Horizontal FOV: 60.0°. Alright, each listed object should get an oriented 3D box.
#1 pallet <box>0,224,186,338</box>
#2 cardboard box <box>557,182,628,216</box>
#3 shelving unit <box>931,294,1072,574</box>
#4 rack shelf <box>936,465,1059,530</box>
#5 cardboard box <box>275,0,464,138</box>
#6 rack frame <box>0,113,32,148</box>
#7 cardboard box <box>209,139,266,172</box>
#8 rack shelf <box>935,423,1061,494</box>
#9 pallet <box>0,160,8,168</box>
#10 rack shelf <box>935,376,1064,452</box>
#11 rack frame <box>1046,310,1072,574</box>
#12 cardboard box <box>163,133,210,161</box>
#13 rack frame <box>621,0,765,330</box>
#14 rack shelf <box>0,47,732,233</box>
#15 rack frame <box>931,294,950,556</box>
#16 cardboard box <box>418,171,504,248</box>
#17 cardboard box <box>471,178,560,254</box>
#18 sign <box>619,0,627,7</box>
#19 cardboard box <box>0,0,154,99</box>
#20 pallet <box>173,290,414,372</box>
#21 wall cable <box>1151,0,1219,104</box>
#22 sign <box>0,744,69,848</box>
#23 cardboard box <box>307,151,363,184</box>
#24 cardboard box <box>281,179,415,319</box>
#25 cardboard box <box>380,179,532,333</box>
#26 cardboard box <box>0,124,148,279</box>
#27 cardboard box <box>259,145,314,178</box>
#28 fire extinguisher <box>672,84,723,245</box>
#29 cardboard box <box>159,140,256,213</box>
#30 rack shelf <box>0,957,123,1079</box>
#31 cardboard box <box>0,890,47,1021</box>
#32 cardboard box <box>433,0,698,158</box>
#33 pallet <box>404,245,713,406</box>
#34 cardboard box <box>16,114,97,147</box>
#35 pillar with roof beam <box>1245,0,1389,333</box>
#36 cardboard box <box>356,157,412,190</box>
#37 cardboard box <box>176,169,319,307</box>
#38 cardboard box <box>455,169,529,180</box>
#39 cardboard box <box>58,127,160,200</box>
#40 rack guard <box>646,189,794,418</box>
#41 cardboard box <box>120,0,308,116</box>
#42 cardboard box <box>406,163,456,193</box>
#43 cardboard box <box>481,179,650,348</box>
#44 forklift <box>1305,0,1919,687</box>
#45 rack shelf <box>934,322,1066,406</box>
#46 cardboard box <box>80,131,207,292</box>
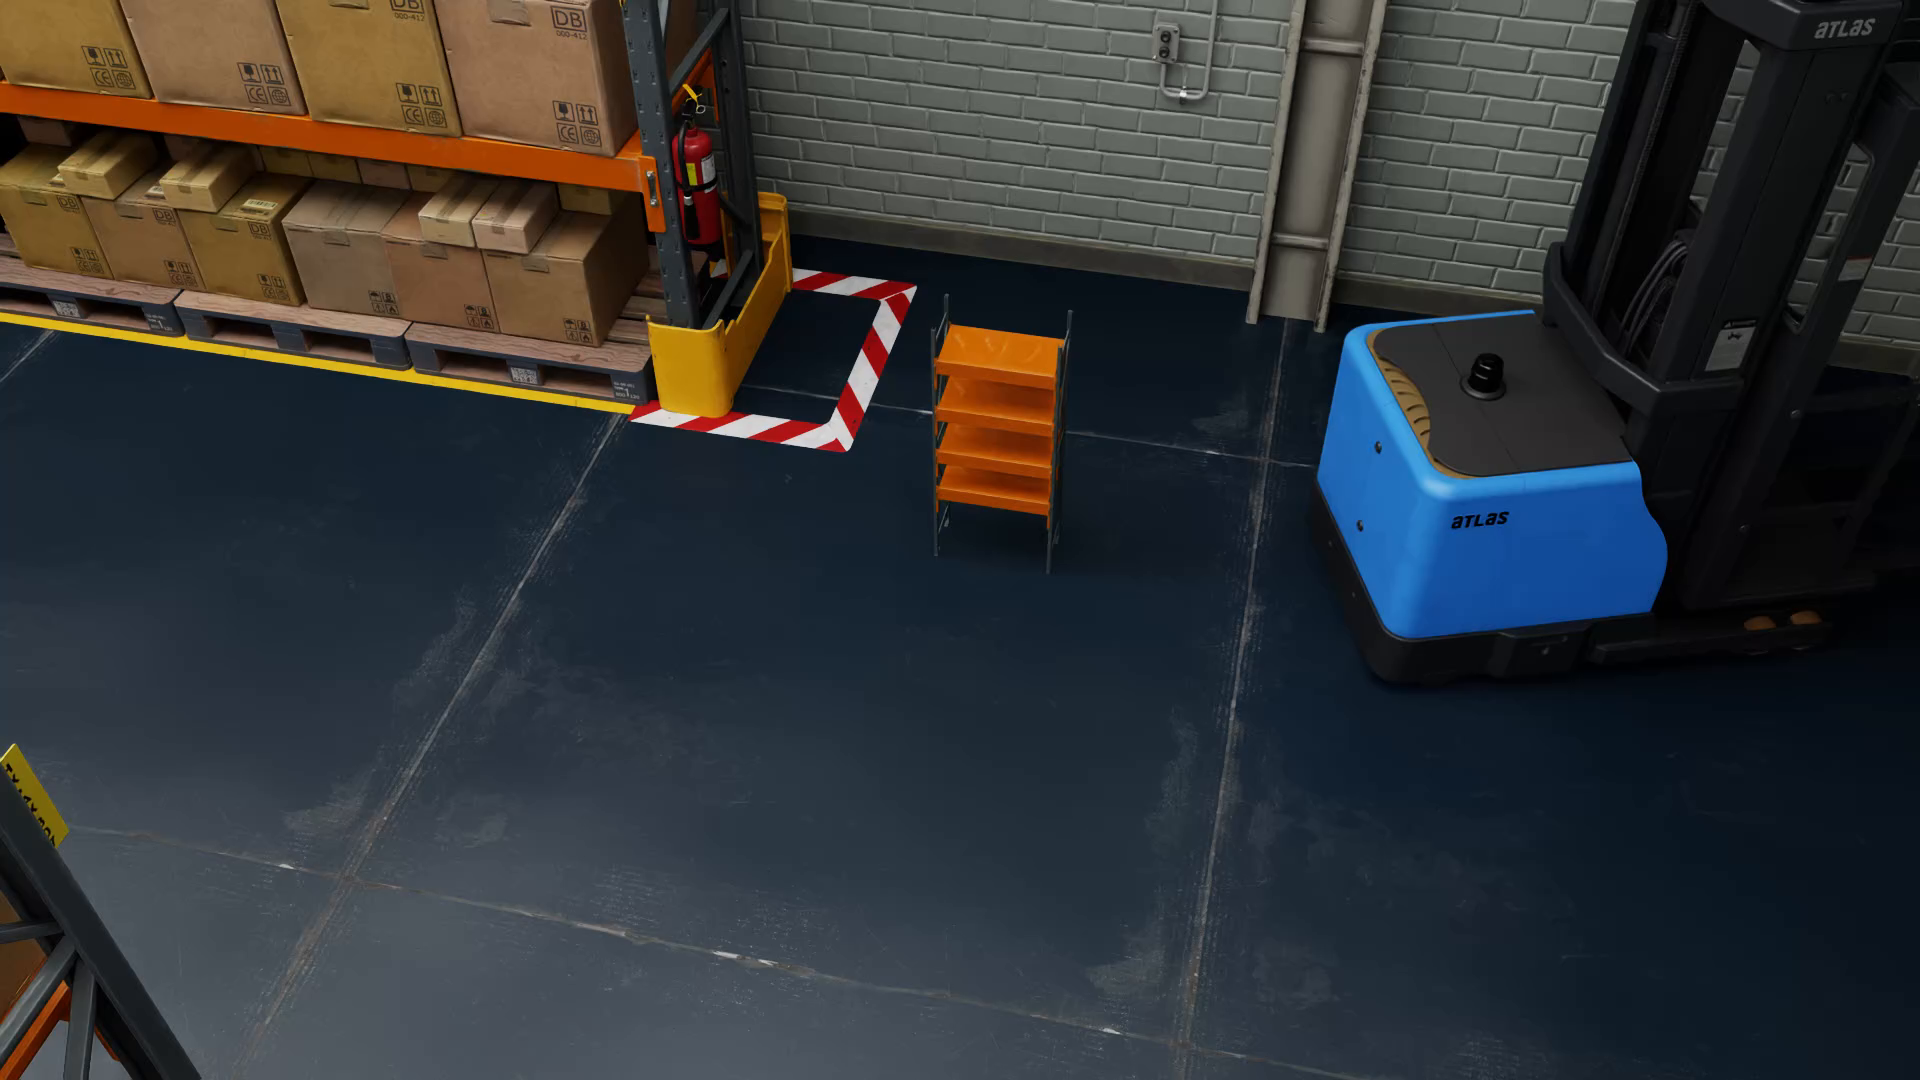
[{"bbox_3d":[-4.343,-1.502,8.618,1.213,0.211,1.003,9,45,9],"label":"pallet"},{"bbox_3d":[-1.703,-1.708,7.854,0.250,0.149,0.380,9,45,9],"label":"cardboard box"},{"bbox_3d":[0.162,-0.407,6.768,0.503,1.200,0.258,9,45,9],"label":"shelving unit"},{"bbox_3d":[0.162,-0.216,6.952,0.480,0.148,0.258,9,45,9],"label":"rack shelf"},{"bbox_3d":[-2.376,-2.350,7.272,0.700,0.700,0.980,8,45,9],"label":"cardboard box"},{"bbox_3d":[-5.068,-2.675,7.826,0.127,3.000,1.000,9,45,9],"label":"rack frame"},{"bbox_3d":[-3.440,-1.976,8.132,0.250,0.149,0.380,9,45,9],"label":"cardboard box"},{"bbox_3d":[0.162,-0.359,6.815,0.480,0.148,0.258,9,45,9],"label":"rack shelf"},{"bbox_3d":[-5.837,-1.736,8.861,1.213,0.211,1.003,9,45,9],"label":"pallet"},{"bbox_3d":[0.162,-0.520,6.659,0.480,0.148,0.258,9,45,9],"label":"rack shelf"},{"bbox_3d":[0.400,-0.370,6.730,0.015,1.200,0.240,9,45,9],"label":"rack frame"},{"bbox_3d":[-3.686,-2.015,8.172,0.250,0.149,0.380,8,44,8],"label":"cardboard box"},{"bbox_3d":[-1.164,-2.069,7.196,0.127,3.000,1.000,9,45,9],"label":"rack frame"},{"bbox_3d":[-3.116,-2.113,7.761,4.000,0.370,1.077,9,45,9],"label":"rack shelf"},{"bbox_3d":[-0.077,-0.444,6.806,0.015,1.200,0.240,9,45,9],"label":"rack frame"},{"bbox_3d":[-2.284,-1.526,7.664,0.250,0.149,0.380,10,45,10],"label":"cardboard box"},{"bbox_3d":[-2.034,-1.488,7.625,0.250,0.149,0.380,8,45,9],"label":"cardboard box"},{"bbox_3d":[-1.296,-2.206,6.333,0.005,0.325,0.100,9,45,9],"label":"sign"},{"bbox_3d":[-3.831,-2.575,7.506,0.700,0.700,0.980,8,44,8],"label":"cardboard box"},{"bbox_3d":[-3.148,-1.319,8.428,1.213,0.211,1.003,9,45,9],"label":"pallet"},{"bbox_3d":[0.292,-2.881,7.308,1.851,1.984,0.084,9,45,9],"label":"wall cable"},{"bbox_3d":[-2.124,0.605,3.794,0.005,0.325,0.100,9,45,9],"label":"sign"},{"bbox_3d":[-2.941,-1.899,8.052,0.250,0.149,0.380,9,45,9],"label":"cardboard box"},{"bbox_3d":[-2.848,-1.509,8.115,0.500,0.500,0.700,7,44,8],"label":"cardboard box"},{"bbox_3d":[-2.357,-1.434,8.036,0.500,0.500,0.700,9,45,9],"label":"cardboard box"},{"bbox_3d":[-4.360,-1.743,8.357,0.500,0.500,0.700,9,45,10],"label":"cardboard box"},{"bbox_3d":[-3.188,-1.937,8.092,0.250,0.149,0.380,8,44,8],"label":"cardboard box"},{"bbox_3d":[-1.118,-1.572,7.004,0.183,0.674,0.296,9,45,9],"label":"fire extinguisher"},{"bbox_3d":[-3.556,-1.722,7.868,0.250,0.149,0.380,8,44,8],"label":"cardboard box"},{"bbox_3d":[-4.194,1.240,4.277,4.000,0.370,1.077,9,45,9],"label":"rack shelf"},{"bbox_3d":[-2.618,1.002,3.934,0.500,0.500,0.500,10,45,10],"label":"cardboard box"},{"bbox_3d":[-1.664,-2.247,7.166,0.700,0.700,0.980,11,45,11],"label":"cardboard box"},{"bbox_3d":[-1.961,-1.132,8.234,1.213,0.211,1.003,9,45,9],"label":"pallet"},{"bbox_3d":[-4.458,-2.133,8.295,0.250,0.149,0.380,9,45,9],"label":"cardboard box"},{"bbox_3d":[0.720,-1.493,2.273,0.400,9.000,9.100,9,45,9],"label":"pillar with roof beam"},{"bbox_3d":[-2.690,-1.860,8.012,0.250,0.149,0.380,9,45,10],"label":"cardboard box"},{"bbox_3d":[-3.370,-1.585,8.194,0.500,0.500,0.700,10,45,10],"label":"cardboard box"},{"bbox_3d":[-2.198,-1.784,7.933,0.250,0.149,0.380,9,45,9],"label":"cardboard box"},{"bbox_3d":[-4.066,-1.801,7.950,0.250,0.149,0.380,10,45,10],"label":"cardboard box"},{"bbox_3d":[-1.141,-1.165,8.060,0.348,0.500,1.175,9,45,9],"label":"rack guard"},{"bbox_3d":[-3.118,-2.472,7.399,0.700,0.700,0.980,7,44,7],"label":"cardboard box"},{"bbox_3d":[-2.442,-1.822,7.972,0.250,0.149,0.380,9,45,9],"label":"cardboard box"},{"bbox_3d":[-1.869,-1.358,7.958,0.500,0.500,0.700,9,45,9],"label":"cardboard box"},{"bbox_3d":[3.057,-0.950,6.083,3.031,2.935,1.130,-6,44,-6],"label":"forklift"},{"bbox_3d":[0.162,-0.690,6.495,0.480,0.148,0.258,9,45,9],"label":"rack shelf"},{"bbox_3d":[-3.871,-1.664,8.276,0.500,0.500,0.700,8,45,9],"label":"cardboard box"}]
